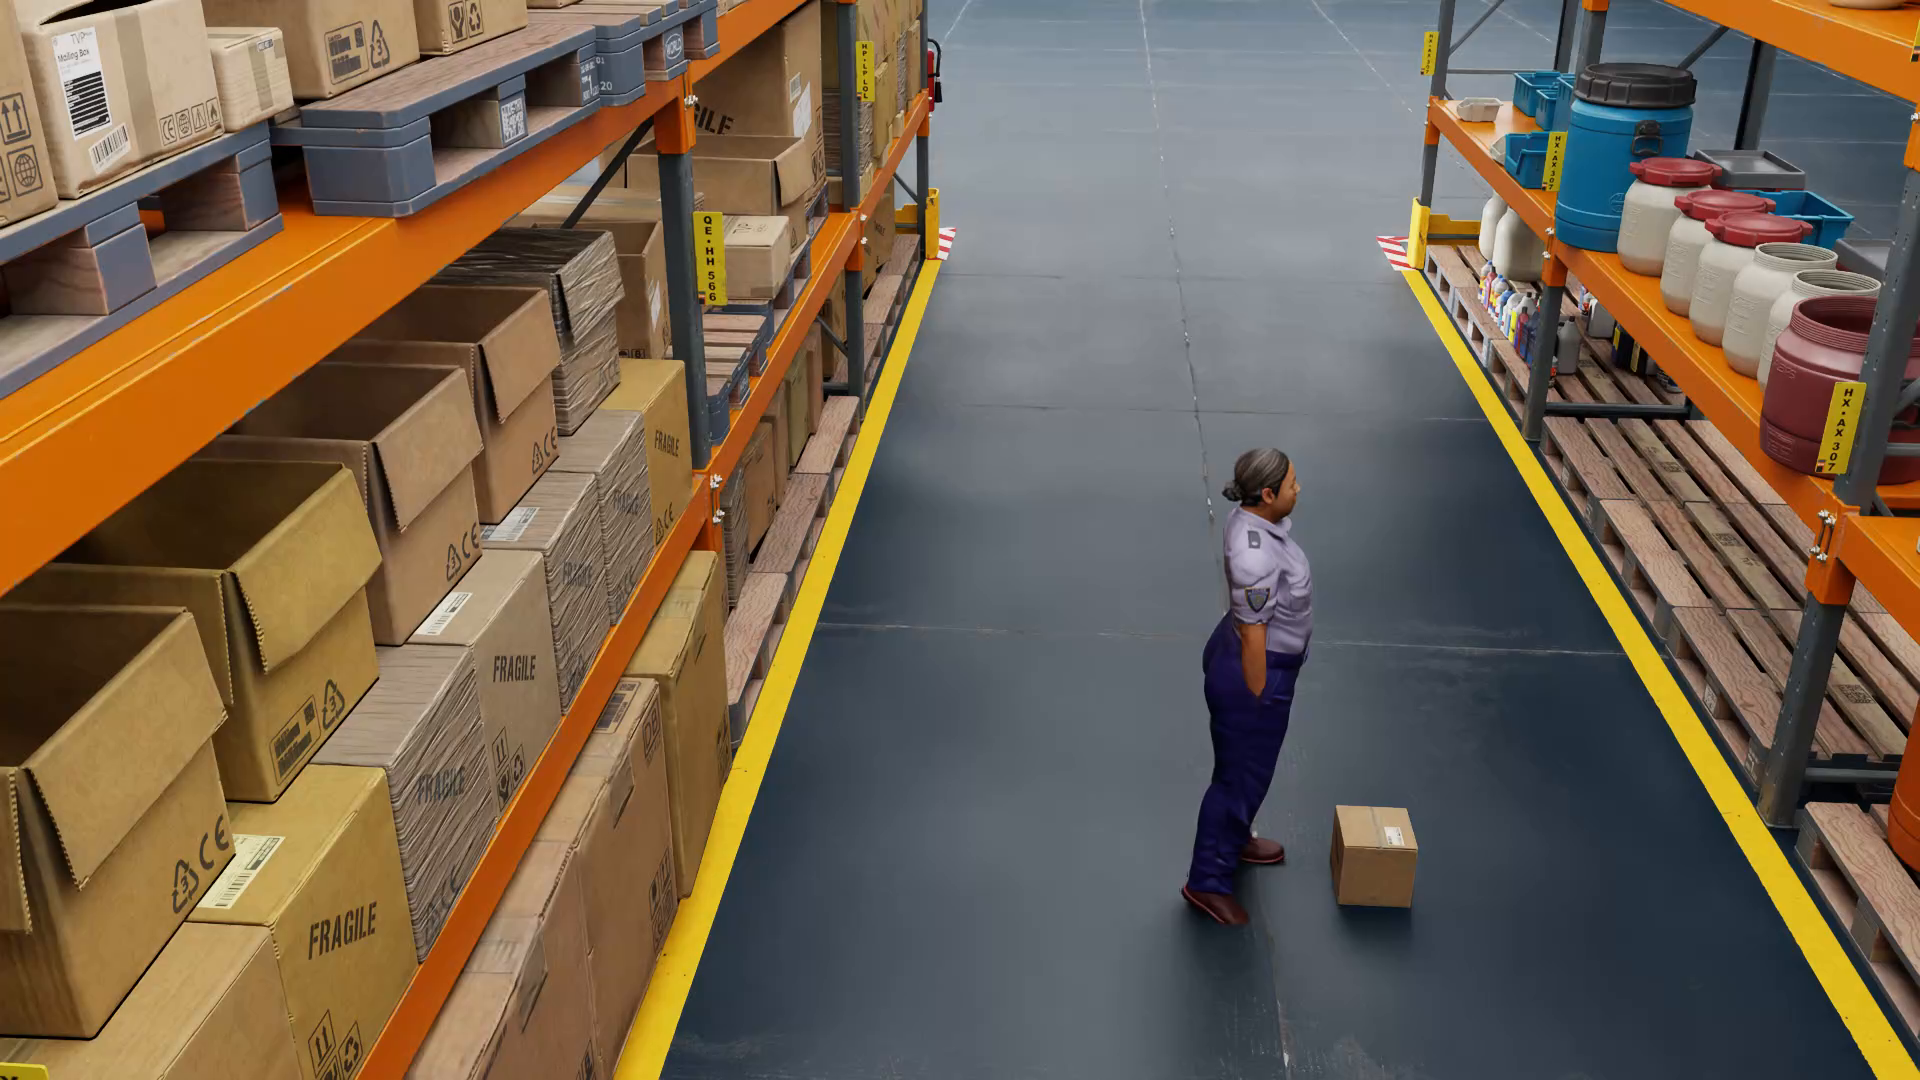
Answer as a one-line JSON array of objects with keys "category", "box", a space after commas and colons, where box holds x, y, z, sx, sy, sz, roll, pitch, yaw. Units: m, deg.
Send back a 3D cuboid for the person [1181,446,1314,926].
[{"category": "person", "box": [0.978, 0.496, 5.614, 0.387, 1.707, 0.545, 2, 25, 5]}]
